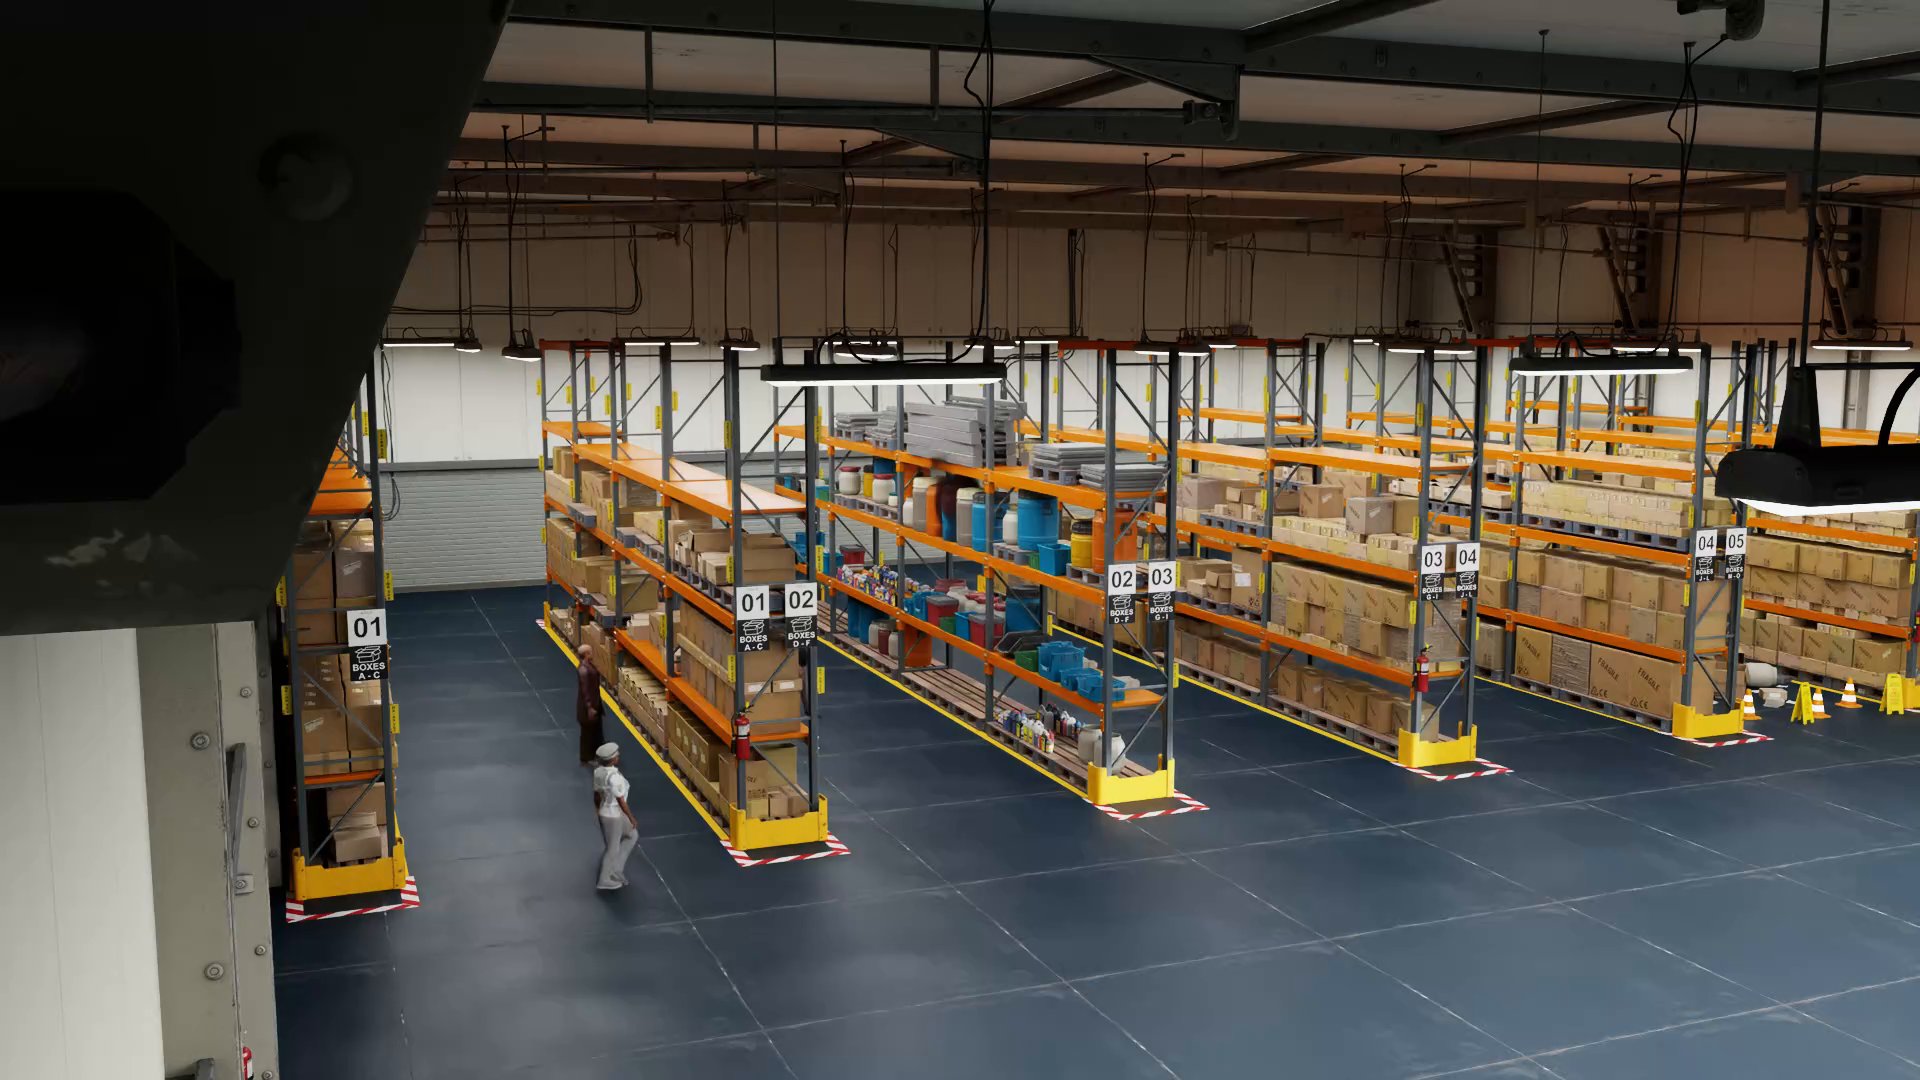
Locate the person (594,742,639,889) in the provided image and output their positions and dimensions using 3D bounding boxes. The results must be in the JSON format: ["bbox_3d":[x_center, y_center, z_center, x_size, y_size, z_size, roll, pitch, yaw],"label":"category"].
[{"bbox_3d":[-3.841,3.094,18.570,0.495,1.706,0.464,-2,8,-12],"label":"person"}]

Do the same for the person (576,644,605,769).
[{"bbox_3d":[-5.252,2.369,23.807,0.482,1.781,0.642,1,8,9],"label":"person"}]

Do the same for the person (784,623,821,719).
[{"bbox_3d":[-2.612,2.011,26.469,0.493,1.666,0.996,-4,9,-29],"label":"person"}]

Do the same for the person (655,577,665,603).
[{"bbox_3d":[-6.086,1.057,34.428,0.477,1.608,0.927,-4,8,-29],"label":"person"}]

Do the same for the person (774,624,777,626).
[{"bbox_3d":[-3.651,1.228,32.469,0.601,1.726,1.056,-3,8,-23],"label":"person"}]
